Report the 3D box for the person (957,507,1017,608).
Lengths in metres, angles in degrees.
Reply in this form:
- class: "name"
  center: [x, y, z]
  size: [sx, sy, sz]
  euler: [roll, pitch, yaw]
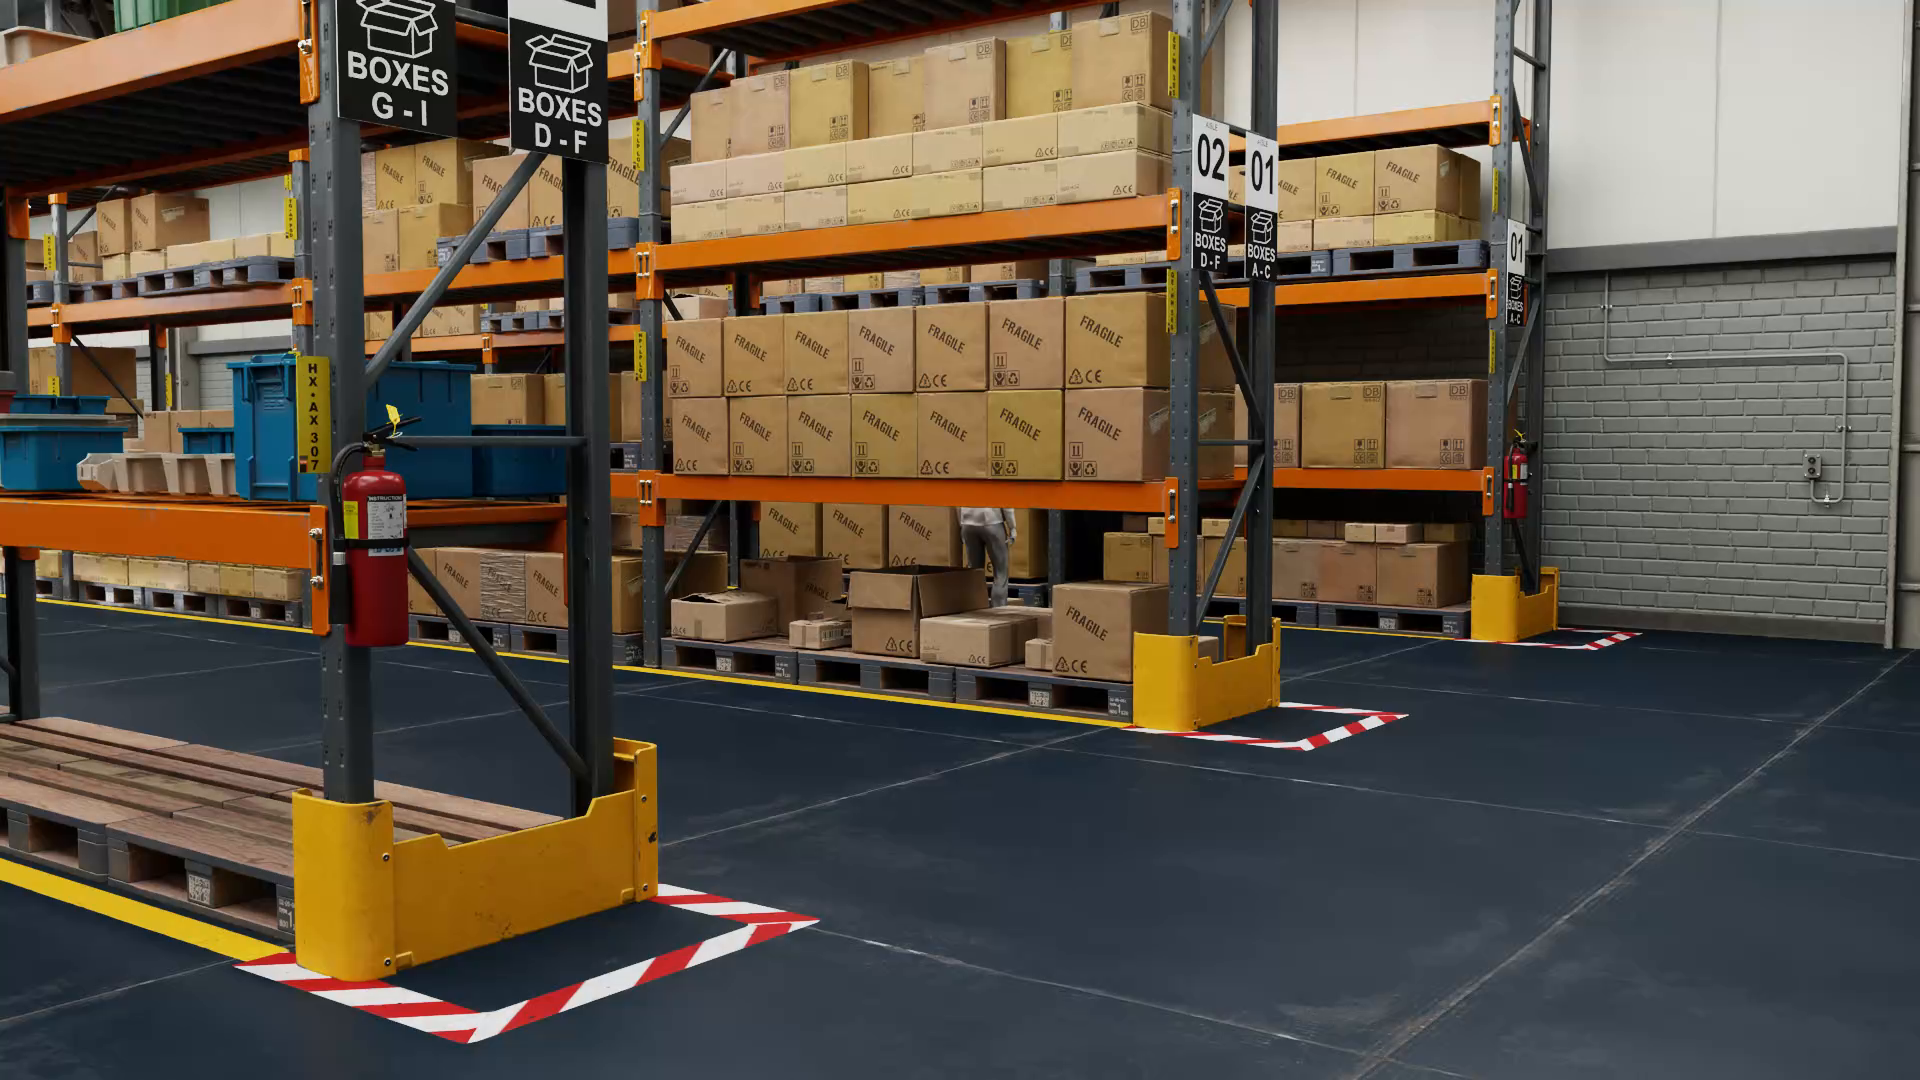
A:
- class: "person"
  center: [0.212, -0.091, 13.203]
  size: [0.530, 1.663, 0.376]
  euler: [2, 4, 36]
